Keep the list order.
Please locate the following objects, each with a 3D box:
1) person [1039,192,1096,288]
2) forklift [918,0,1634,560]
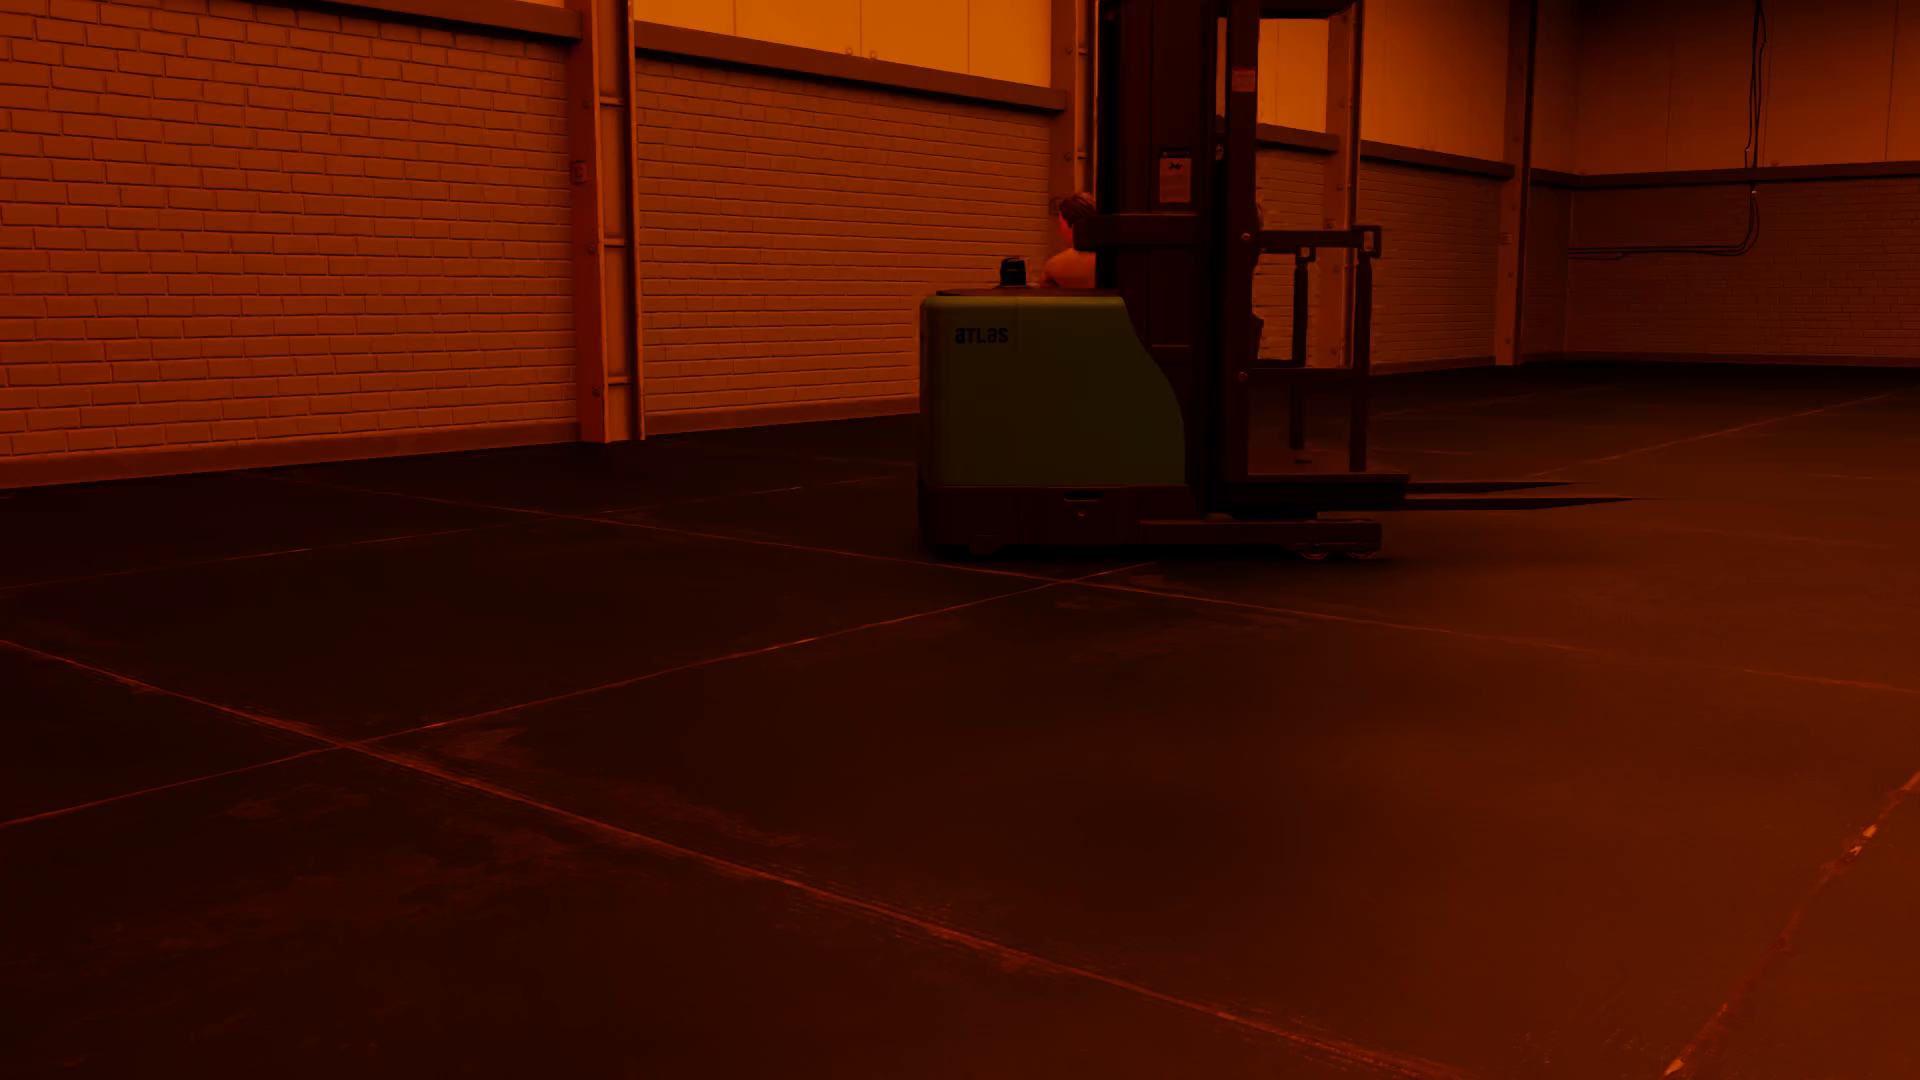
[{"bbox_3d":[0.700,-0.922,8.294,0.649,1.584,0.810,-2,9,-12],"label":"person"},{"bbox_3d":[1.342,-1.444,7.149,3.031,2.935,1.130,0,8,-3],"label":"forklift"}]
